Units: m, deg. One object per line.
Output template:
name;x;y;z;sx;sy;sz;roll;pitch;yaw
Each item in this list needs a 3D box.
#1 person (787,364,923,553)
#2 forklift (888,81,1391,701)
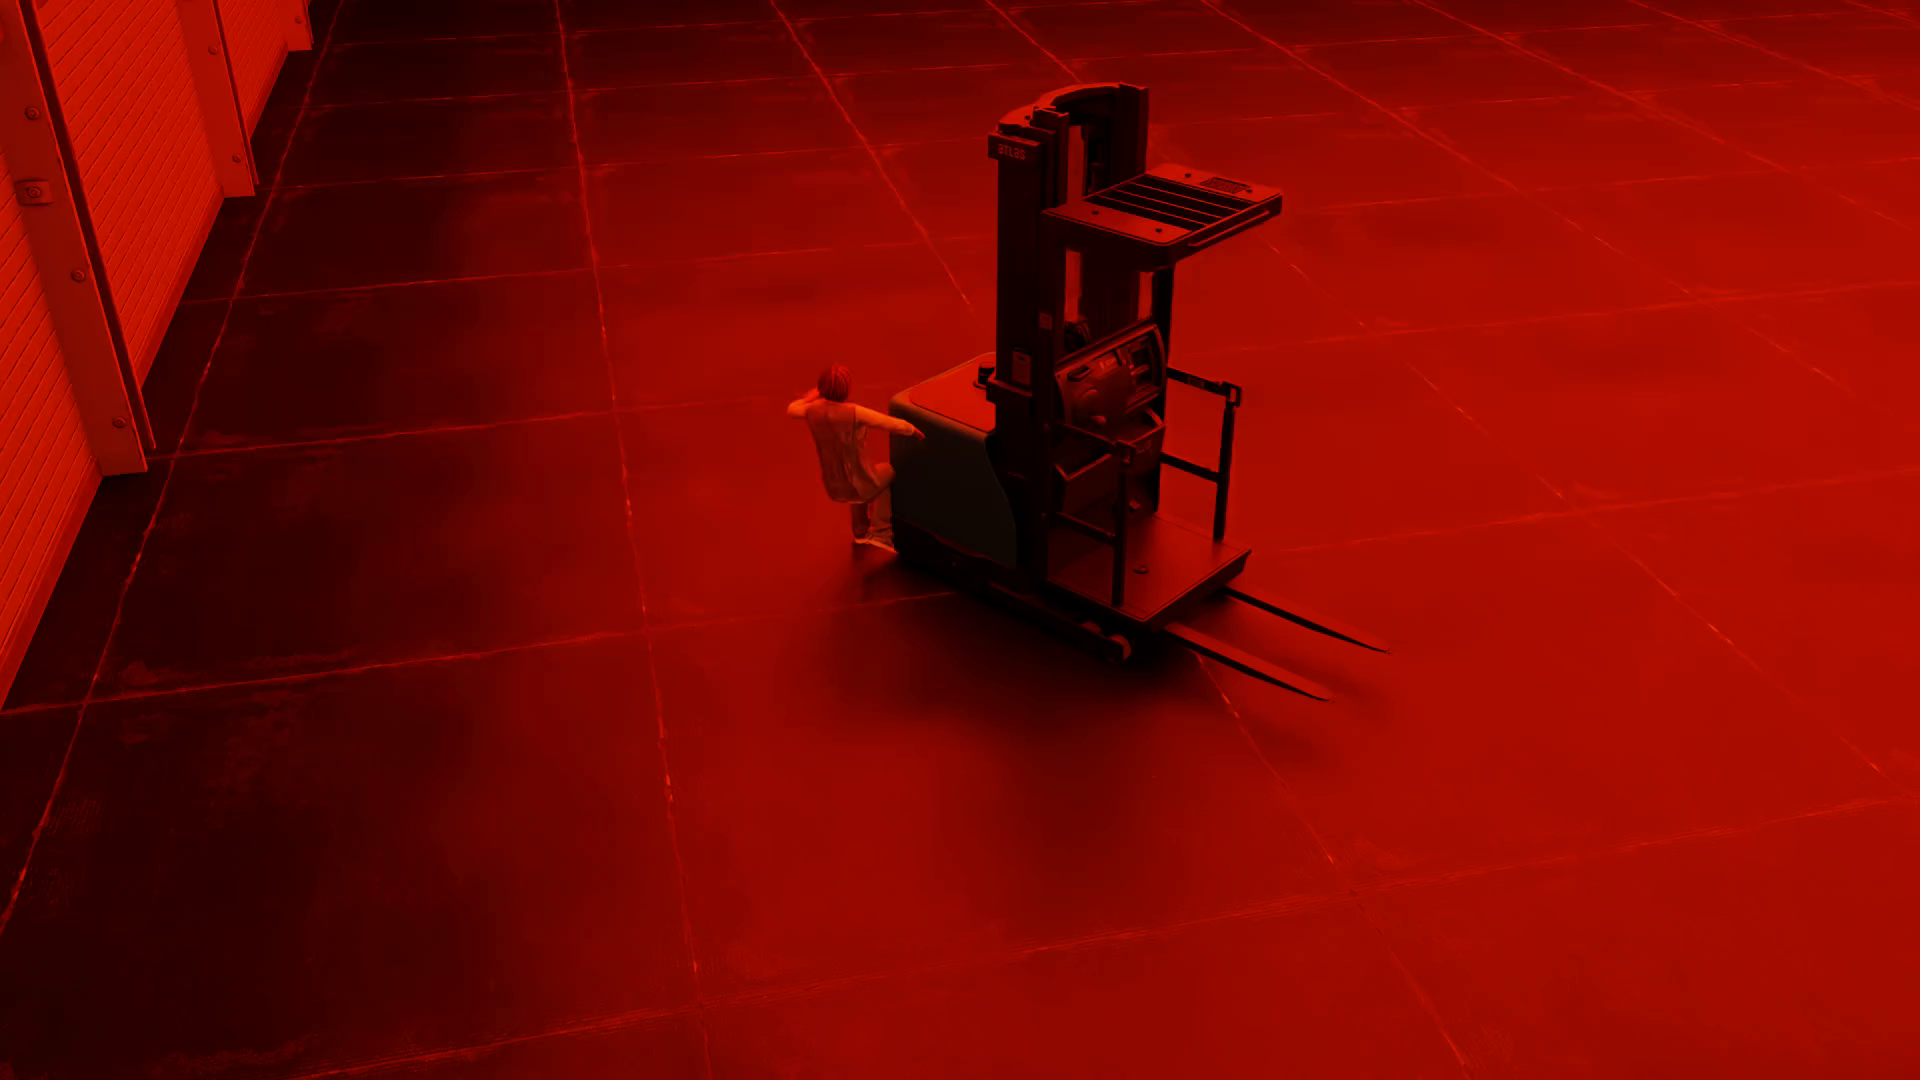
person;-0.574;-0.500;9.981;0.906;1.365;0.754;8;31;13
forklift;0.996;-0.872;9.081;3.031;2.935;1.130;24;38;35
